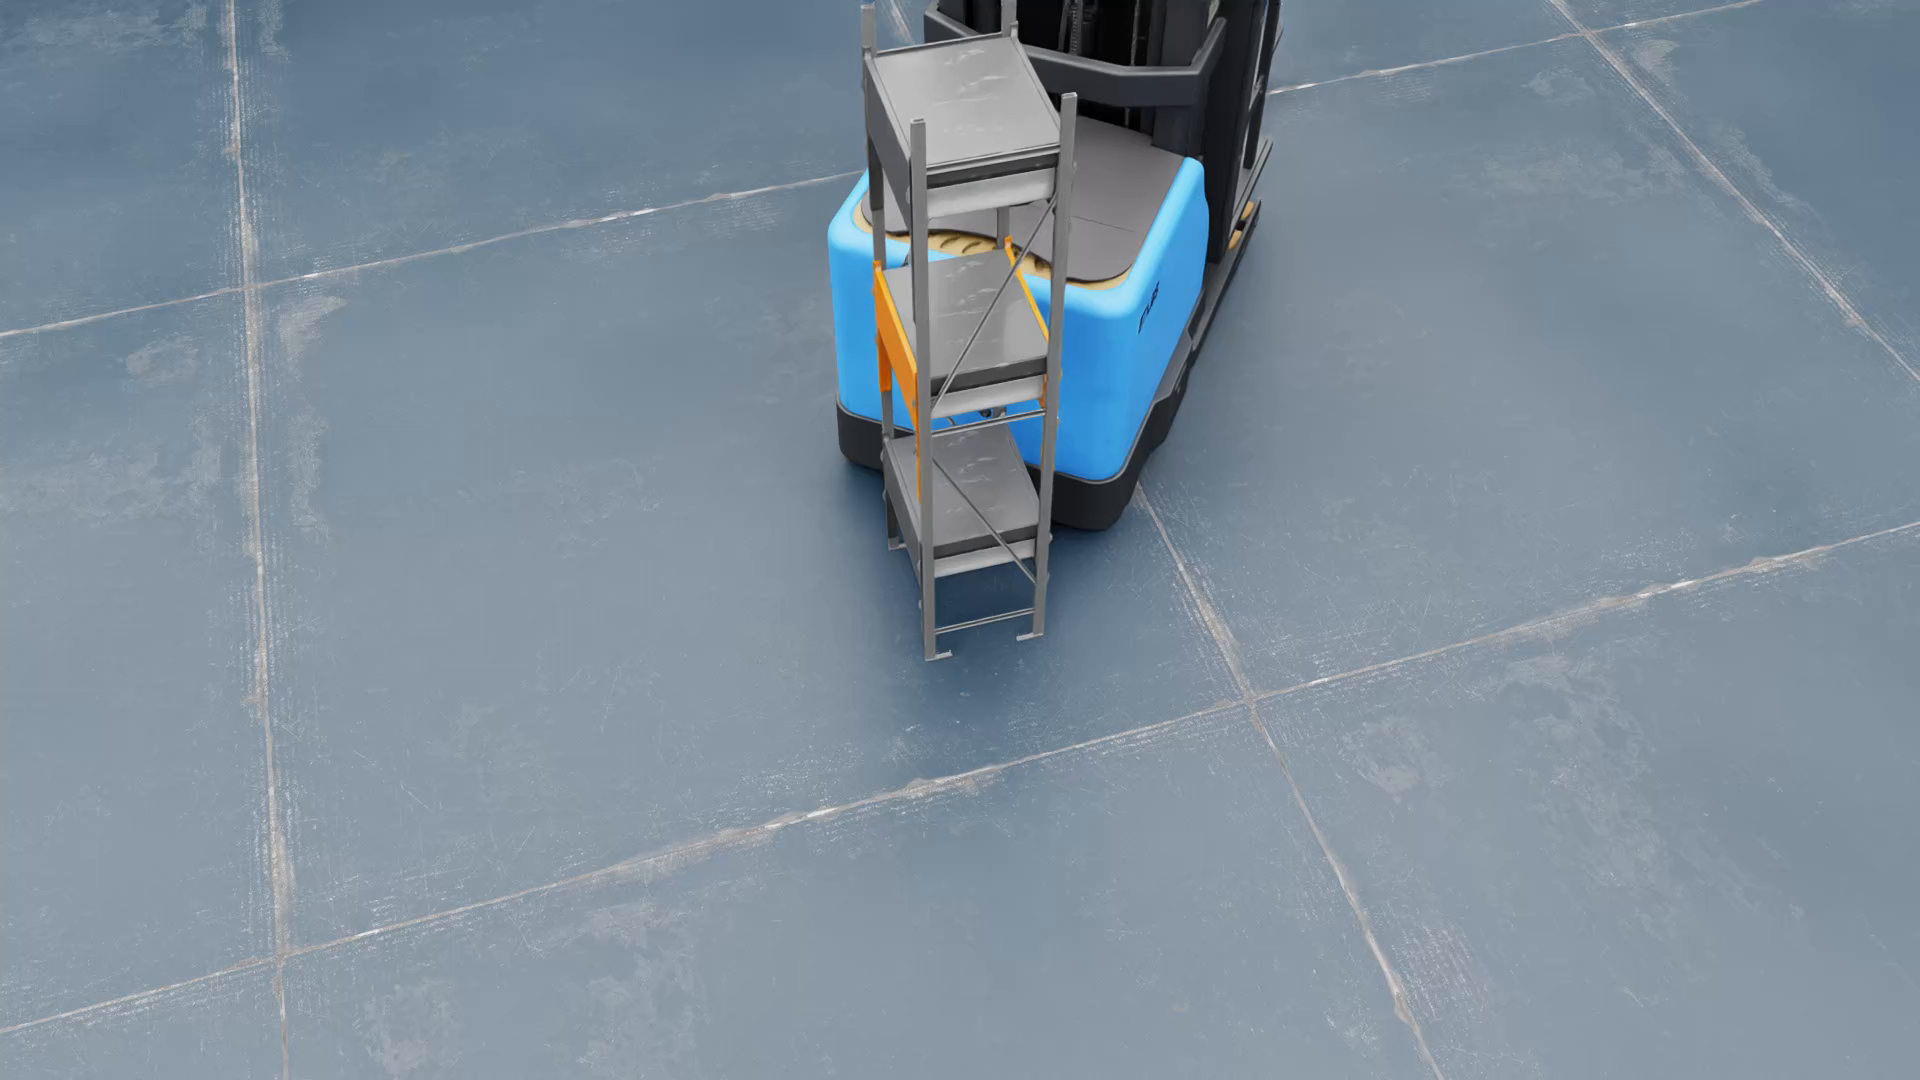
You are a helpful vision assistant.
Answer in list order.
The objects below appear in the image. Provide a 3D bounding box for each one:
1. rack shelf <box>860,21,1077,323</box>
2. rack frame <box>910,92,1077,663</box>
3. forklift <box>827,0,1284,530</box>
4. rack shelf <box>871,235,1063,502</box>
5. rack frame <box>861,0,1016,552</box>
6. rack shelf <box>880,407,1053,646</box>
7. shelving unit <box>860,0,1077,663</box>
[{"bbox_3d":[0.014,-0.946,4.276,0.431,0.518,0.480,-12,51,-10],"label":"rack shelf"},{"bbox_3d":[0.079,-0.324,4.649,0.400,2.100,0.015,-12,51,-10],"label":"rack frame"},{"bbox_3d":[0.576,-2.131,5.630,1.130,2.935,3.031,17,52,14],"label":"forklift"},{"bbox_3d":[0.014,-0.494,4.811,0.431,0.518,0.480,-12,51,-10],"label":"rack shelf"},{"bbox_3d":[-0.052,-0.683,4.952,0.400,2.100,0.015,-12,51,-10],"label":"rack frame"},{"bbox_3d":[0.014,-0.043,5.347,0.431,0.518,0.480,-12,51,-10],"label":"rack shelf"},{"bbox_3d":[0.014,-0.503,4.801,0.431,2.100,0.503,-12,51,-10],"label":"shelving unit"}]
